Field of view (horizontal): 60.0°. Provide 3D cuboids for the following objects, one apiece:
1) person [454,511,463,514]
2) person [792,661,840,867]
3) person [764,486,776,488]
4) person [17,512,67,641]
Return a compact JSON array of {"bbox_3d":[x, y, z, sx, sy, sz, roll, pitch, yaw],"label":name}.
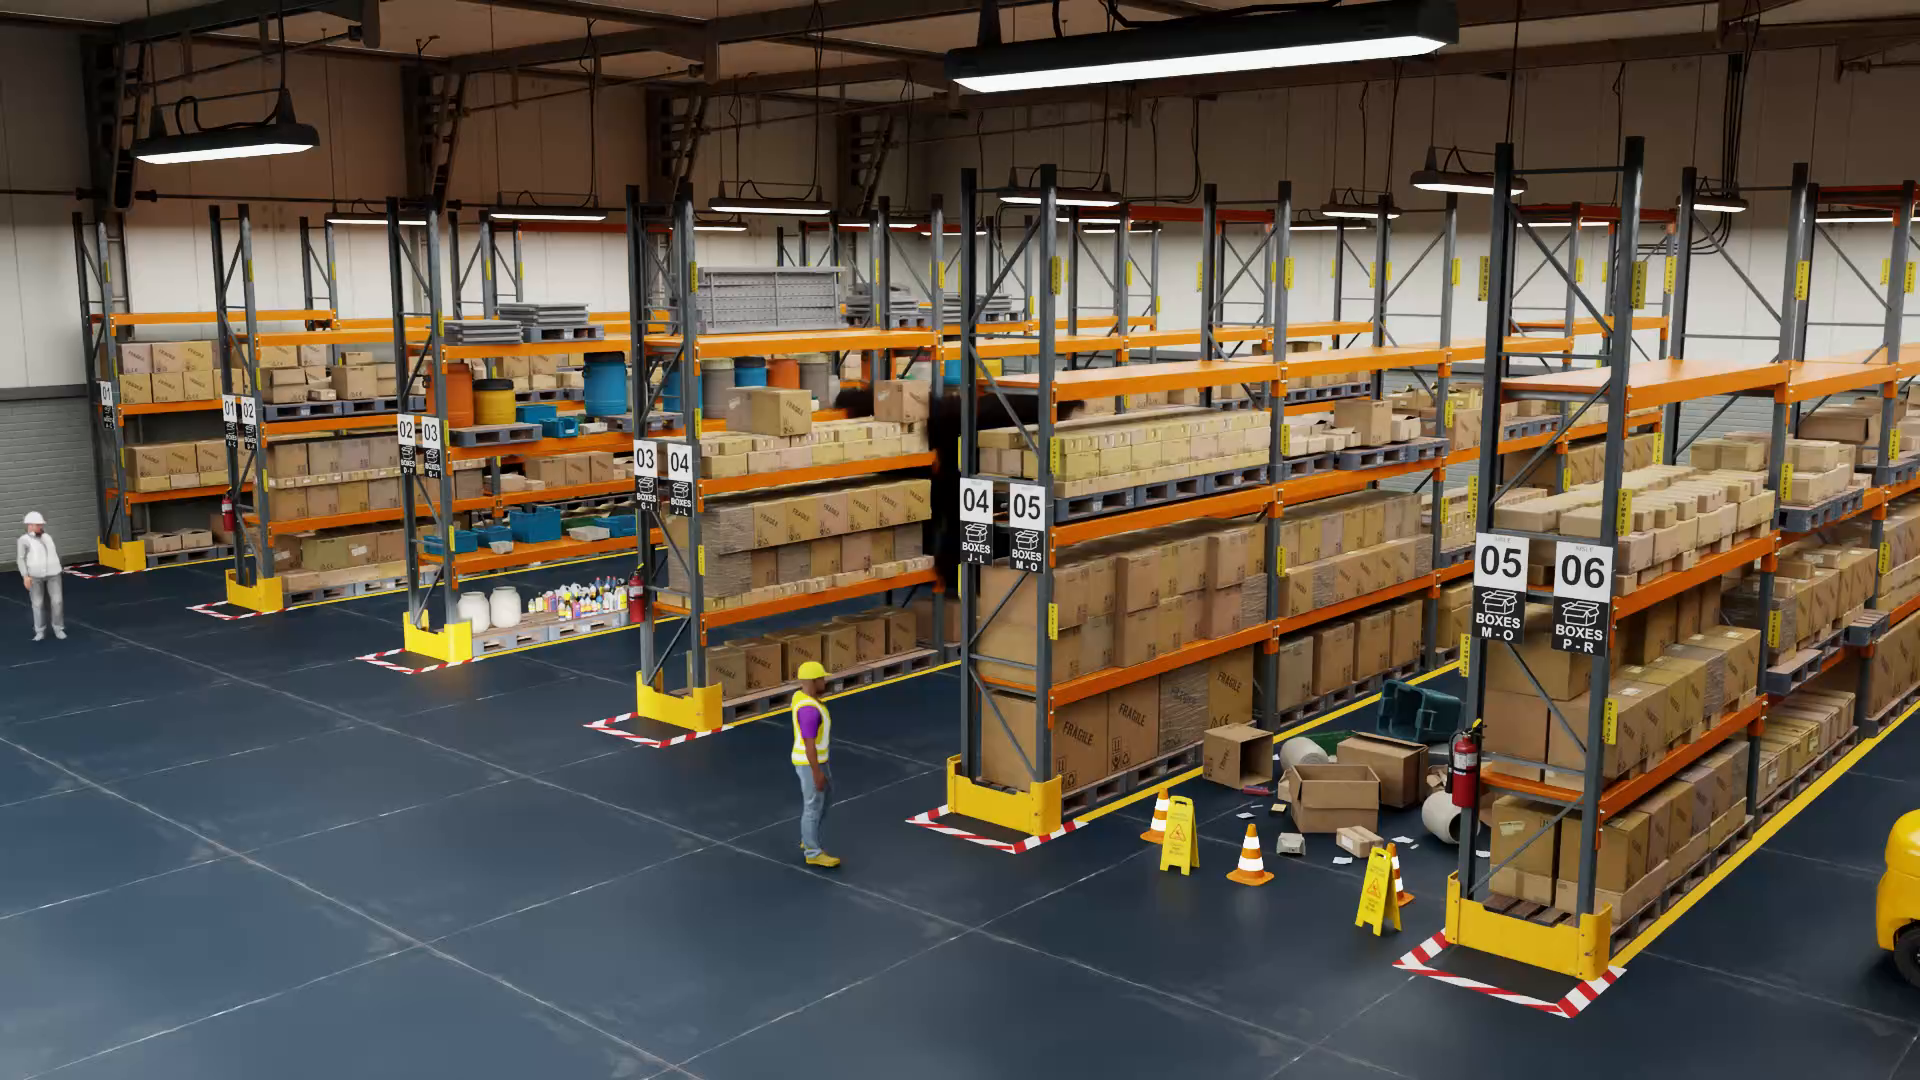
[{"bbox_3d":[-9.000,-0.589,29.703,0.443,1.671,0.521,4,10,24],"label":"person"},{"bbox_3d":[-1.249,1.957,14.402,0.420,1.839,0.634,0,9,0],"label":"person"},{"bbox_3d":[-2.851,-0.037,24.689,0.396,1.621,0.952,6,11,33],"label":"person"},{"bbox_3d":[-12.685,0.512,22.944,0.569,1.803,0.619,-8,12,-40],"label":"person"}]
